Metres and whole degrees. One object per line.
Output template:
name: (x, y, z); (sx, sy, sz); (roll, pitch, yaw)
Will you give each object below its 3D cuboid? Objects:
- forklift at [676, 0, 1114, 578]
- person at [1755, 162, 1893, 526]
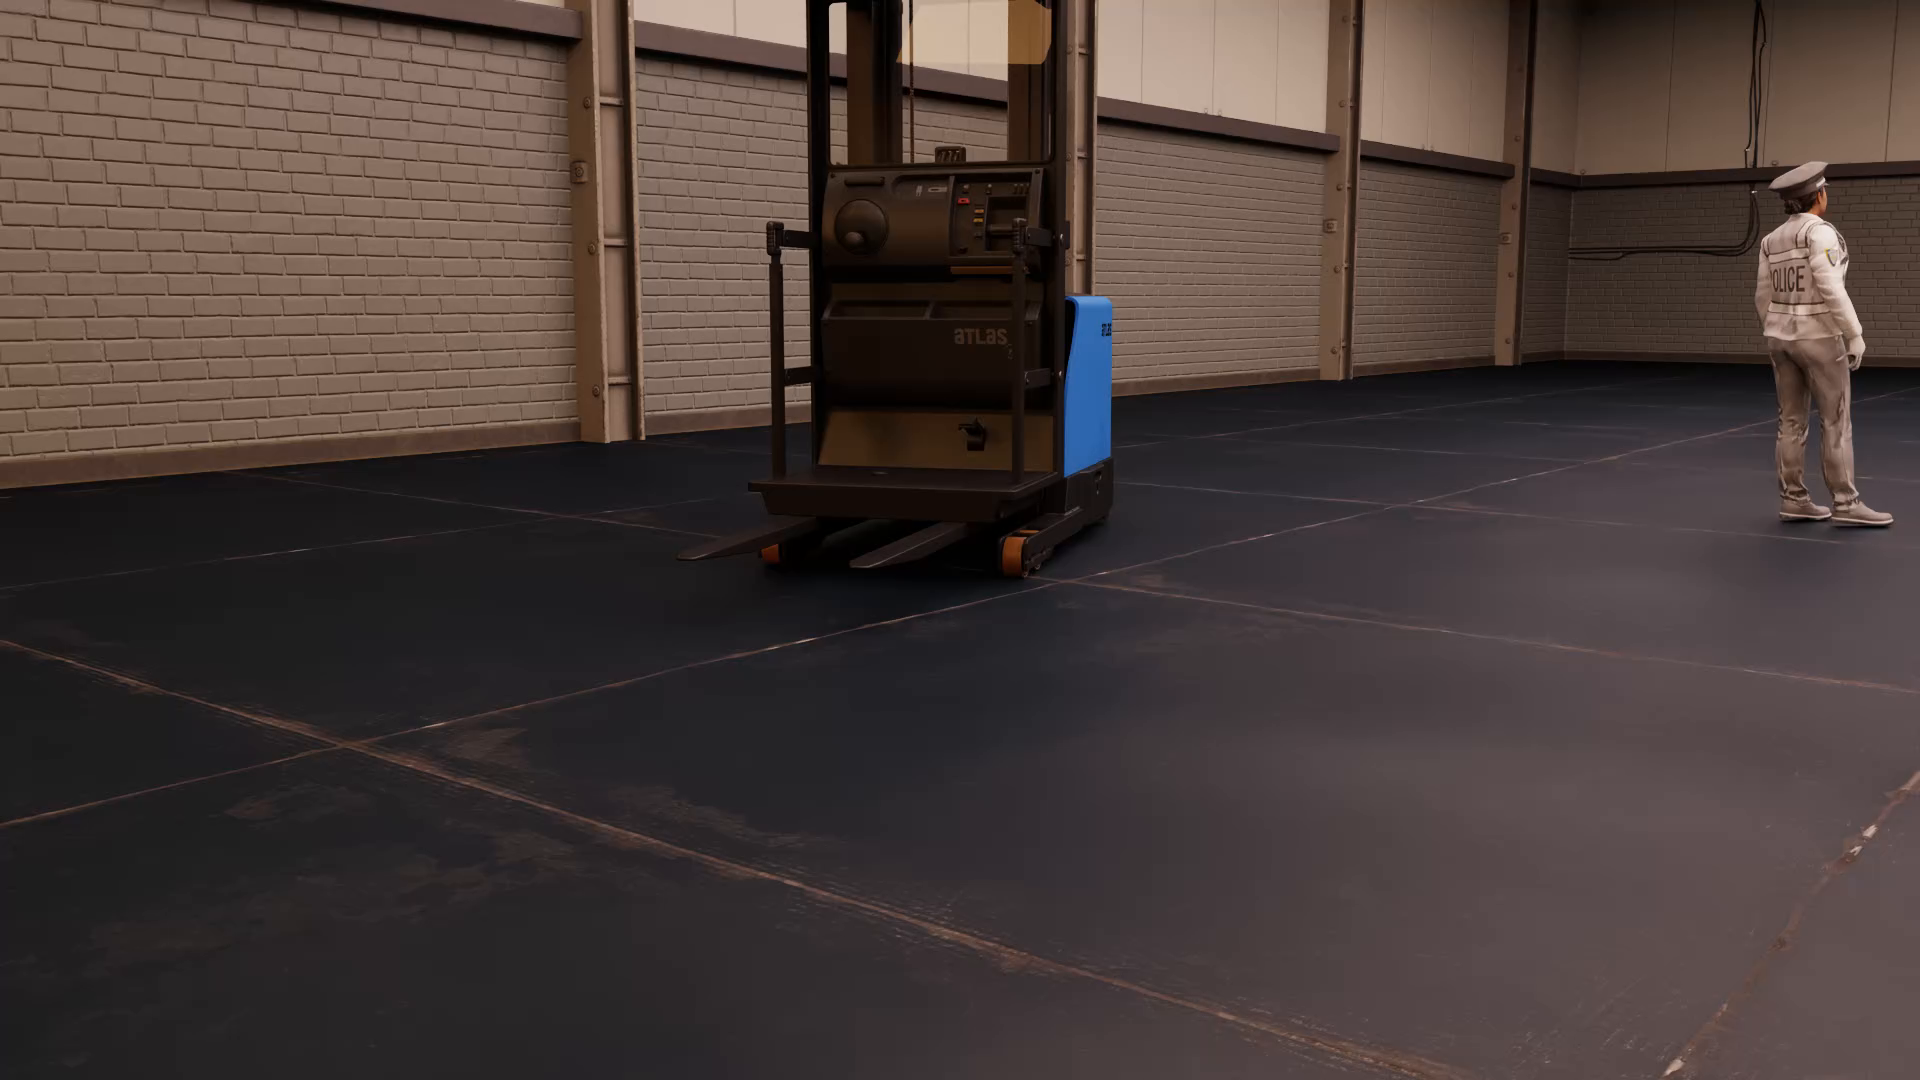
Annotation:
forklift: (-0.176, -1.366, 6.616); (1.130, 2.935, 3.031); (3, 9, 17)
person: (4.080, -0.935, 7.893); (0.530, 1.694, 0.587); (-2, 9, -13)
